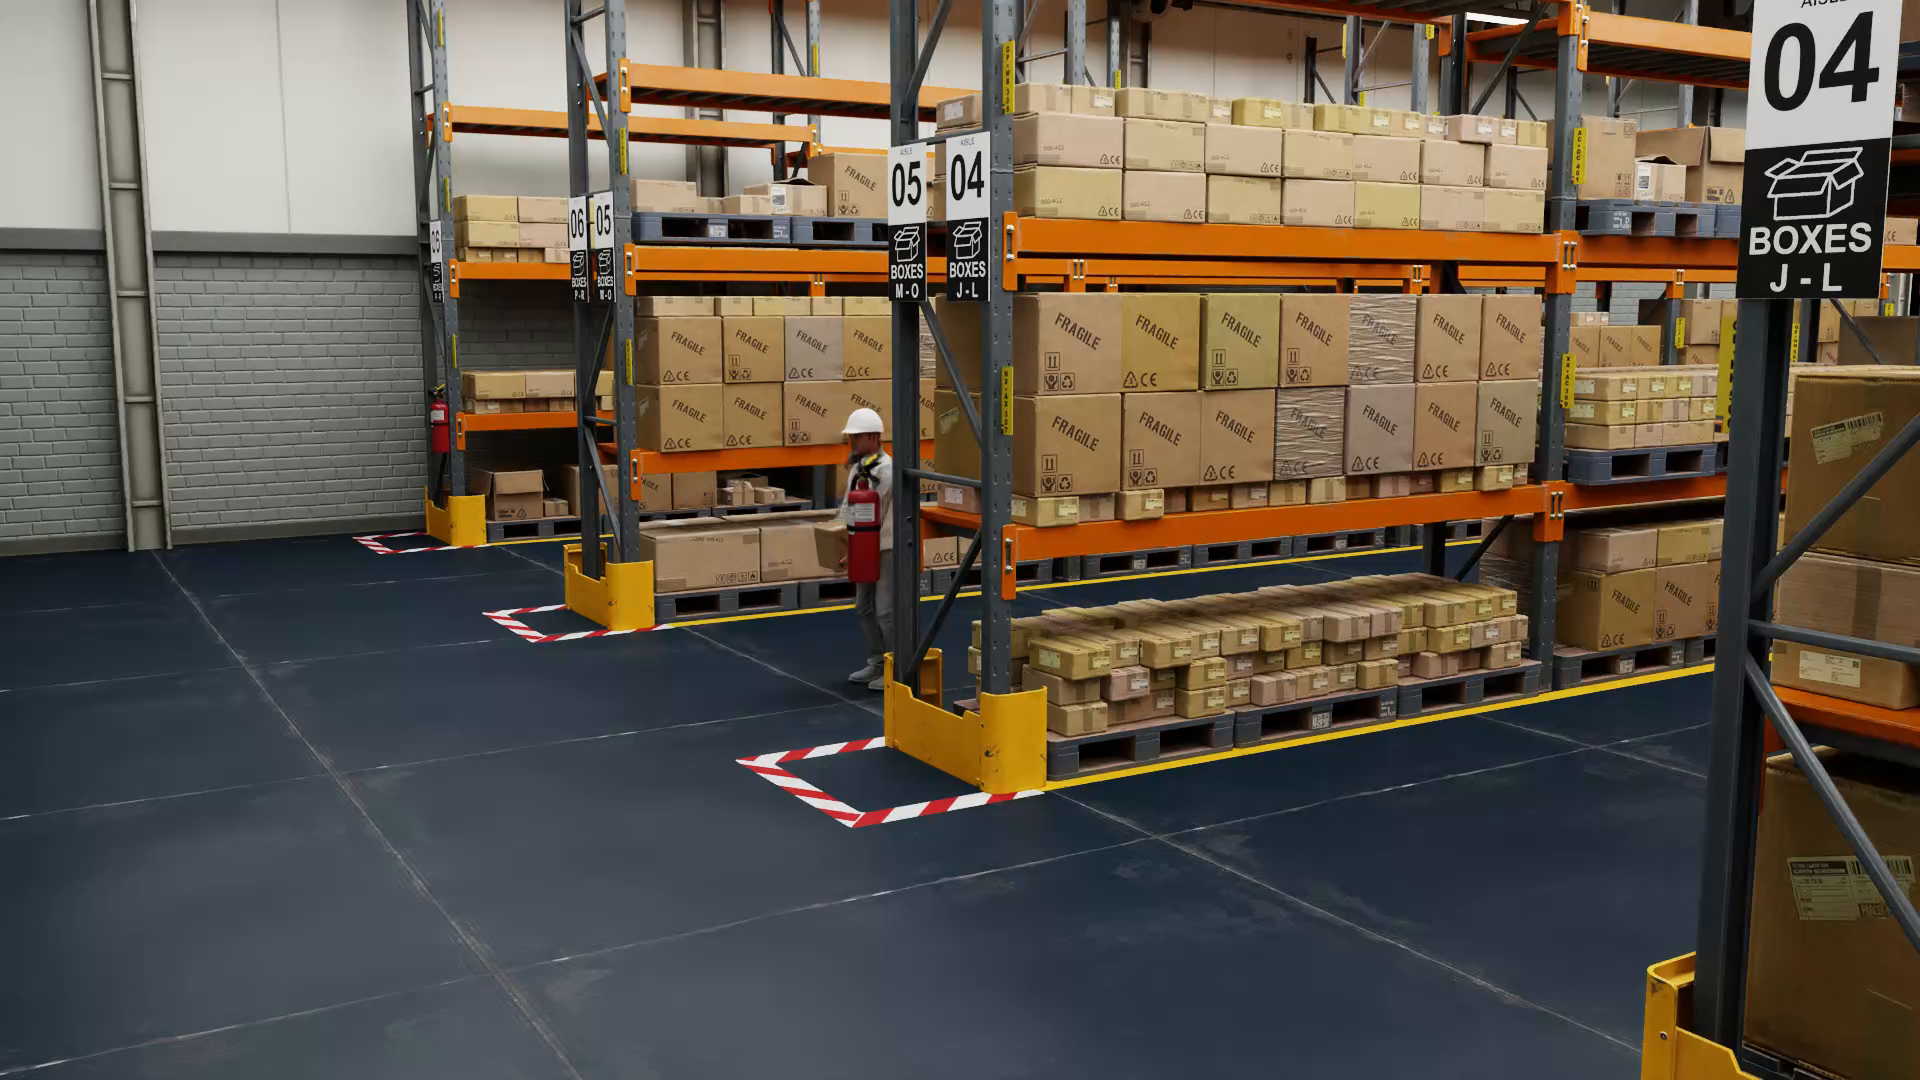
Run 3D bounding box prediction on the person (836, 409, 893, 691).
[{"bbox_3d":[-0.551,0.057,10.409,0.583,1.756,0.484,-5,10,-32],"label":"person"}]
